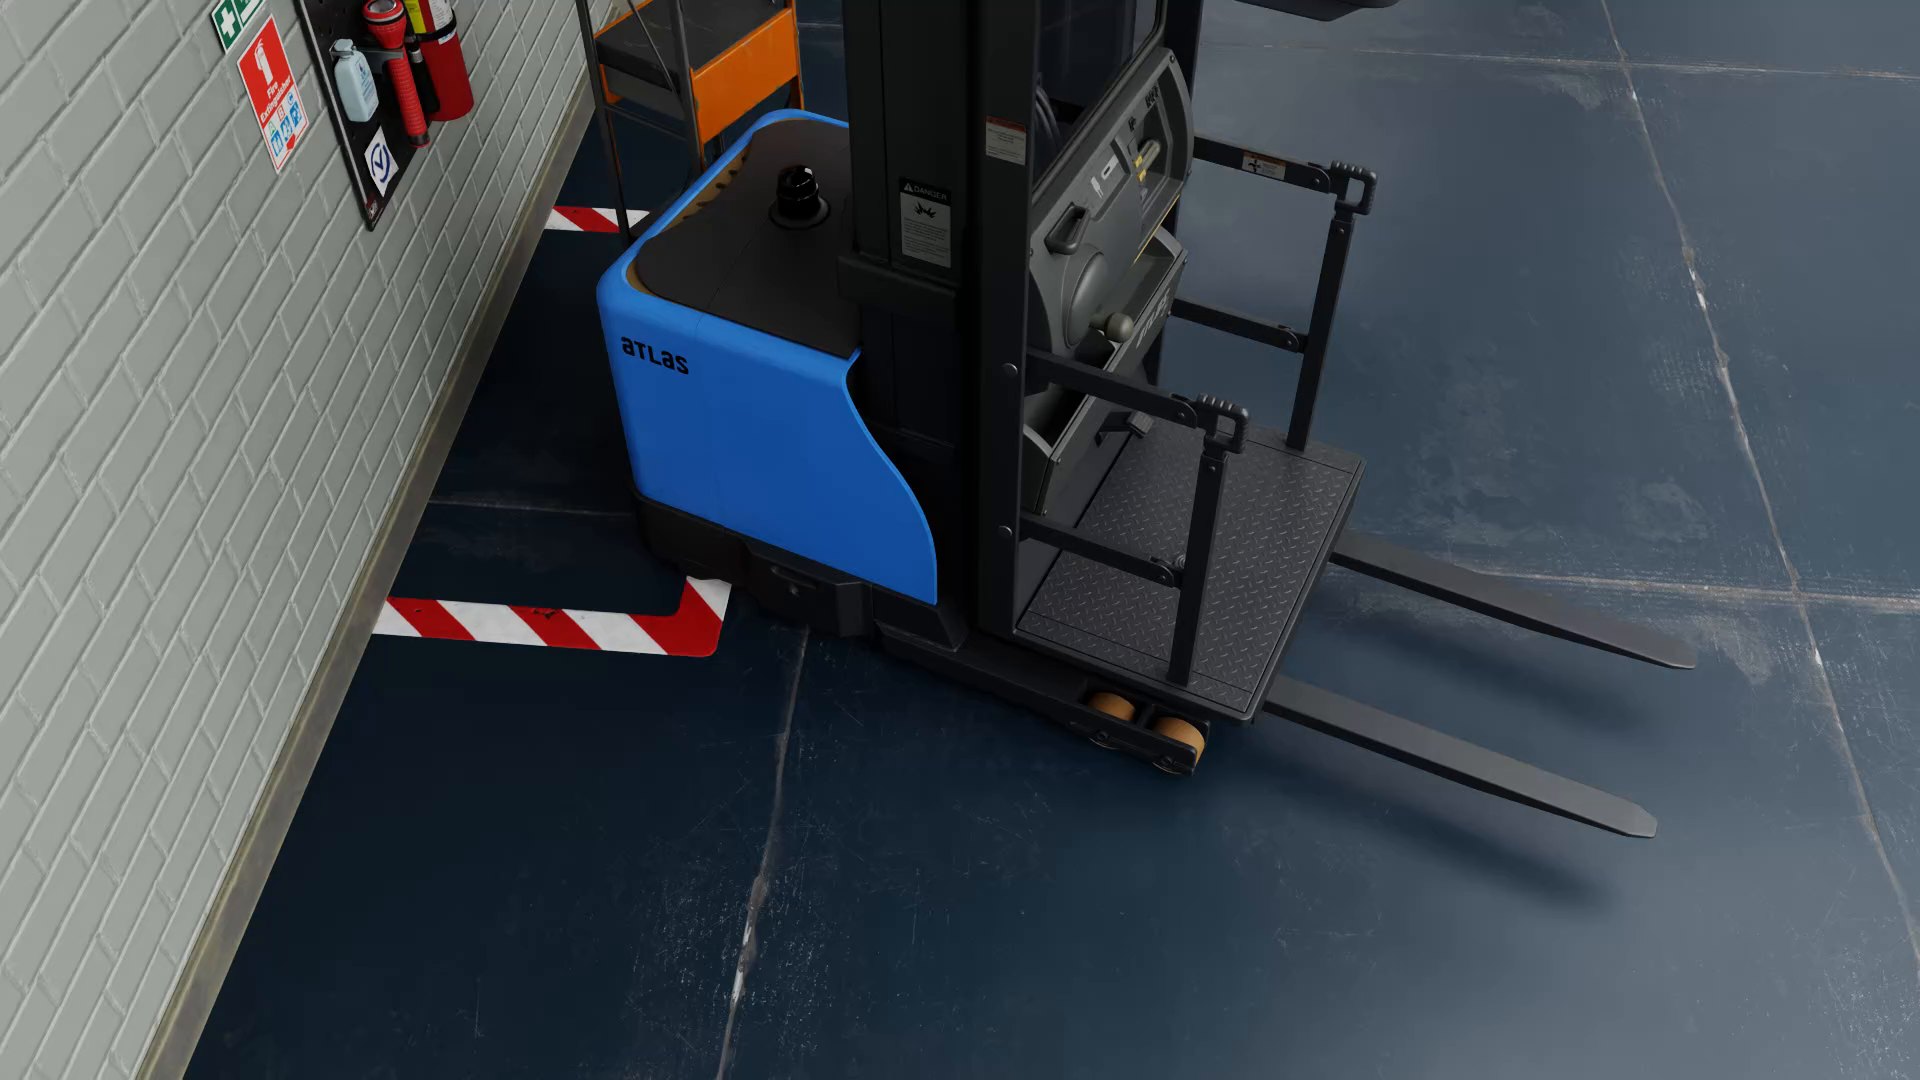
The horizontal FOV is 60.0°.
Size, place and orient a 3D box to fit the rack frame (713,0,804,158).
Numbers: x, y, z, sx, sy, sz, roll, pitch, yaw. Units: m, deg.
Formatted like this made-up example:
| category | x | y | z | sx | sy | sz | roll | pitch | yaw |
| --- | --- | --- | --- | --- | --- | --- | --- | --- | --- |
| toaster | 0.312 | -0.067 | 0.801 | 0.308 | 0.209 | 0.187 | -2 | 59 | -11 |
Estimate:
| category | x | y | z | sx | sy | sz | roll | pitch | yaw |
| --- | --- | --- | --- | --- | --- | --- | --- | --- | --- |
| rack frame | -0.664 | -1.544 | 5.237 | 0.400 | 2.100 | 0.015 | 26 | 53 | 22 |

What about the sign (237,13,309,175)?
| category | x | y | z | sx | sy | sz | roll | pitch | yaw |
| --- | --- | --- | --- | --- | --- | --- | --- | --- | --- |
| sign | -1.743 | -1.133 | 4.229 | 0.001 | 0.329 | 0.234 | 4 | 48 | 4 |

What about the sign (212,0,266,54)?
| category | x | y | z | sx | sy | sz | roll | pitch | yaw |
| --- | --- | --- | --- | --- | --- | --- | --- | --- | --- |
| sign | -1.734 | -1.314 | 4.036 | 0.001 | 0.109 | 0.331 | 4 | 48 | 4 |

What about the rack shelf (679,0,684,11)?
| category | x | y | z | sx | sy | sz | roll | pitch | yaw |
| --- | --- | --- | --- | --- | --- | --- | --- | --- | --- |
| rack shelf | -0.803 | -1.859 | 4.595 | 0.431 | 0.518 | 0.480 | 26 | 53 | 22 |

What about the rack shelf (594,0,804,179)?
| category | x | y | z | sx | sy | sz | roll | pitch | yaw |
| --- | --- | --- | --- | --- | --- | --- | --- | --- | --- |
| rack shelf | -0.800 | -1.385 | 5.110 | 0.431 | 0.518 | 0.480 | 26 | 53 | 22 |

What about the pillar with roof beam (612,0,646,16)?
| category | x | y | z | sx | sy | sz | roll | pitch | yaw |
| --- | --- | --- | --- | --- | --- | --- | --- | --- | --- |
| pillar with roof beam | 2.960 | -5.068 | 3.787 | 9.100 | 9.000 | 0.400 | 4 | 48 | 4 |

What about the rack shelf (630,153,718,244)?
| category | x | y | z | sx | sy | sz | roll | pitch | yaw |
| --- | --- | --- | --- | --- | --- | --- | --- | --- | --- |
| rack shelf | -0.796 | -0.910 | 5.624 | 0.431 | 0.518 | 0.480 | 26 | 53 | 22 |

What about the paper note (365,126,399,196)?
| category | x | y | z | sx | sy | sz | roll | pitch | yaw |
| --- | --- | --- | --- | --- | --- | --- | --- | --- | --- |
| paper note | -1.675 | -1.097 | 4.818 | 0.016 | 0.148 | 0.142 | 4 | 48 | 4 |

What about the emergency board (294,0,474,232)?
| category | x | y | z | sx | sy | sz | roll | pitch | yaw |
| --- | --- | --- | --- | --- | --- | --- | --- | --- | --- |
| emergency board | -1.590 | -1.520 | 4.607 | 0.194 | 1.169 | 0.643 | 4 | 48 | 4 |

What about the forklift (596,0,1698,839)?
| category | x | y | z | sx | sy | sz | roll | pitch | yaw |
| --- | --- | --- | --- | --- | --- | --- | --- | --- | --- |
| forklift | 0.561 | -0.788 | 3.984 | 3.031 | 2.935 | 1.130 | 20 | 51 | 17 |

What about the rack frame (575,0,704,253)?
| category | x | y | z | sx | sy | sz | roll | pitch | yaw |
| --- | --- | --- | --- | --- | --- | --- | --- | --- | --- |
| rack frame | -0.935 | -1.244 | 4.963 | 0.400 | 2.100 | 0.015 | 26 | 53 | 22 |

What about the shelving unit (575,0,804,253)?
| category | x | y | z | sx | sy | sz | roll | pitch | yaw |
| --- | --- | --- | --- | --- | --- | --- | --- | --- | --- |
| shelving unit | -0.800 | -1.394 | 5.100 | 0.431 | 2.100 | 0.503 | 26 | 53 | 22 |
